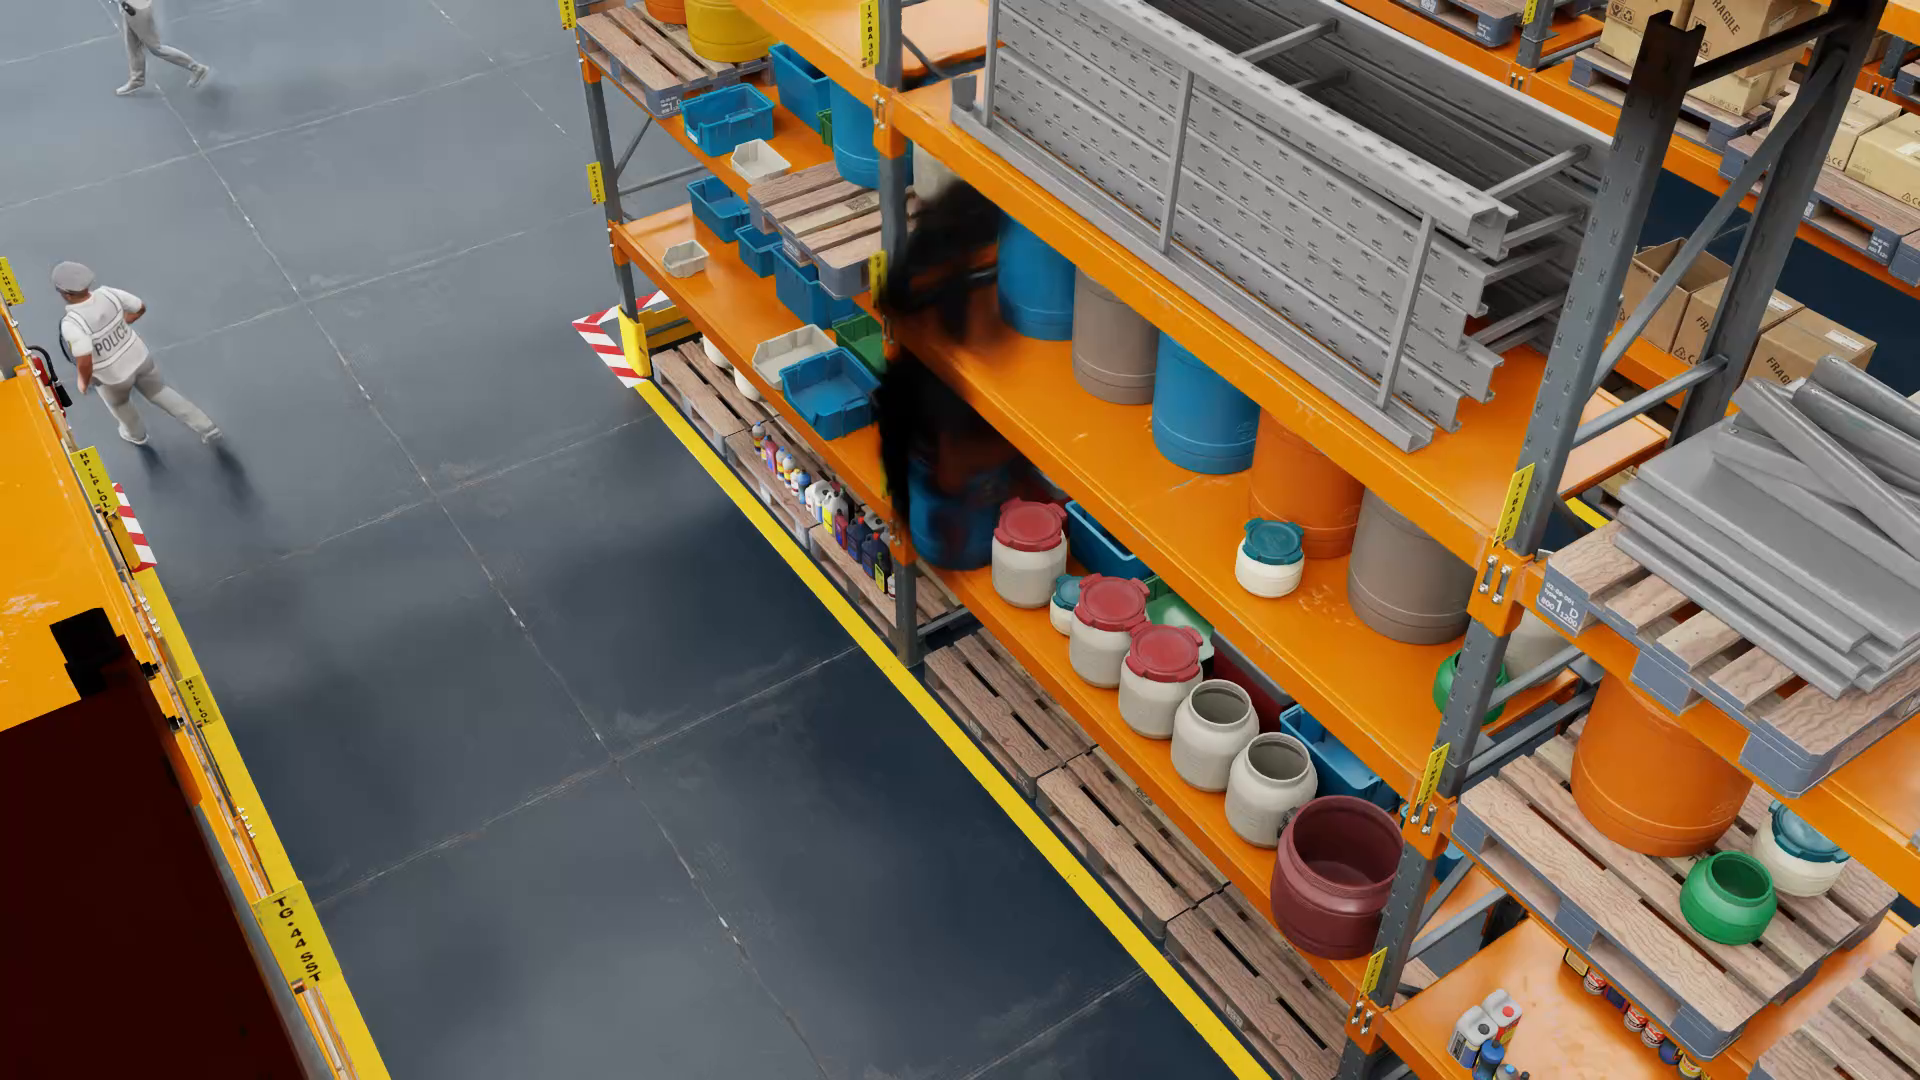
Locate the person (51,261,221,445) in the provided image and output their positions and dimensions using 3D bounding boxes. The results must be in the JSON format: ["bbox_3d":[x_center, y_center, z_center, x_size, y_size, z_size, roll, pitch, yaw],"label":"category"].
[{"bbox_3d":[-6.013,-1.241,11.815,0.974,1.738,0.733,19,46,19],"label":"person"}]

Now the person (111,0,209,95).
[{"bbox_3d":[-7.918,-5.105,16.027,0.939,1.678,0.591,-10,44,-11],"label":"person"}]
